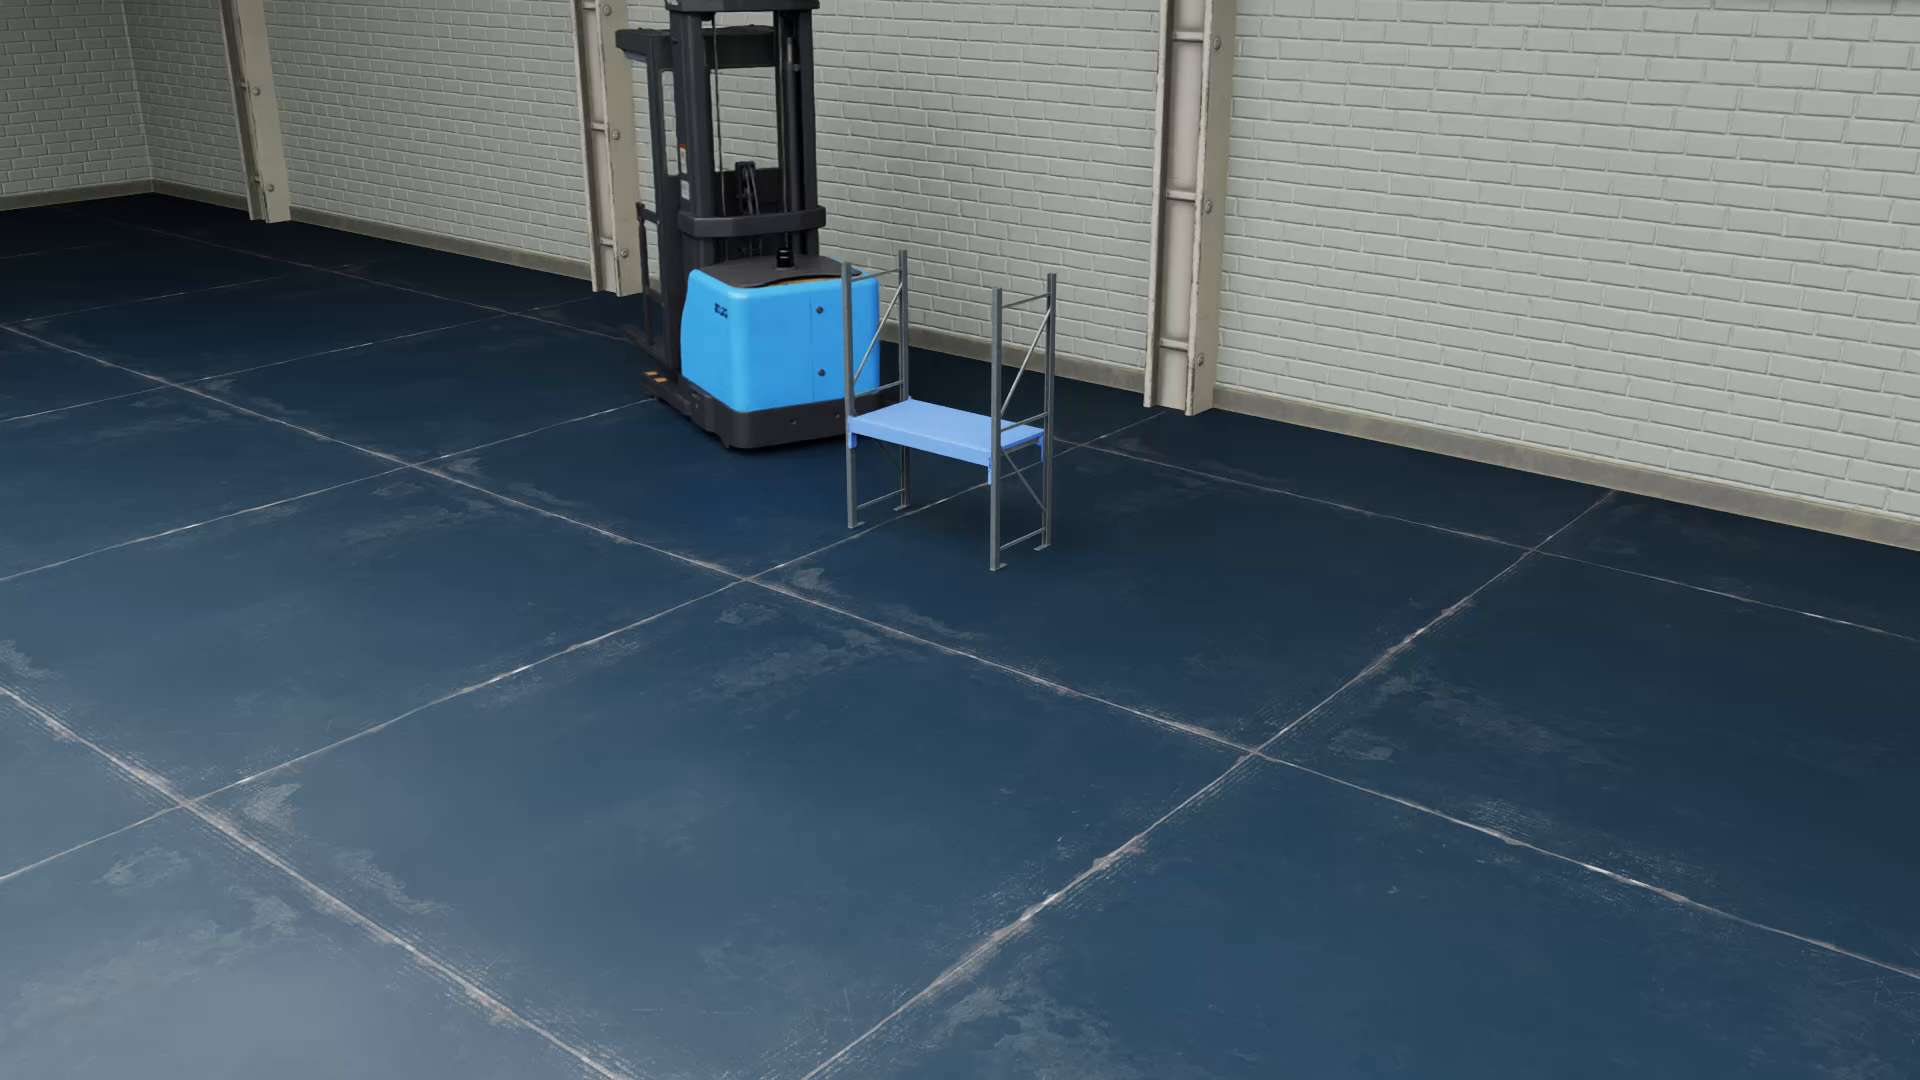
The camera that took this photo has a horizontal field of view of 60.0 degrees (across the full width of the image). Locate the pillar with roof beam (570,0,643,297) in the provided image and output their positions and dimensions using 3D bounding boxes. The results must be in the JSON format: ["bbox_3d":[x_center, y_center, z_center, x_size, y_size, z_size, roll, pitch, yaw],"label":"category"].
[{"bbox_3d":[-5.837,-5.311,10.498,0.400,9.000,9.100,16,26,36],"label":"pillar with roof beam"}]

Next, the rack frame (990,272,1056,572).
[{"bbox_3d":[0.328,-0.607,8.653,0.032,1.500,0.500,16,26,36],"label":"rack frame"}]

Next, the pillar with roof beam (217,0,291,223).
[{"bbox_3d":[-10.485,-6.649,14.048,0.400,9.000,9.100,16,26,36],"label":"pillar with roof beam"}]

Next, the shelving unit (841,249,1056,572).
[{"bbox_3d":[-0.066,-0.721,8.954,1.048,1.500,0.538,16,26,36],"label":"shelving unit"}]

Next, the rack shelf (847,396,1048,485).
[{"bbox_3d":[-0.066,-0.552,9.017,1.000,0.185,0.538,16,26,36],"label":"rack shelf"}]

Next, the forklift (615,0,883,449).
[{"bbox_3d":[-1.644,-2.424,11.441,1.130,2.935,3.031,-11,23,-26],"label":"forklift"}]

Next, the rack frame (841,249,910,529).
[{"bbox_3d":[-0.460,-0.834,9.255,0.032,1.500,0.500,16,26,36],"label":"rack frame"}]

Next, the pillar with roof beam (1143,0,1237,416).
[{"bbox_3d":[-1.188,-3.972,6.948,0.400,9.000,9.100,16,26,36],"label":"pillar with roof beam"}]
